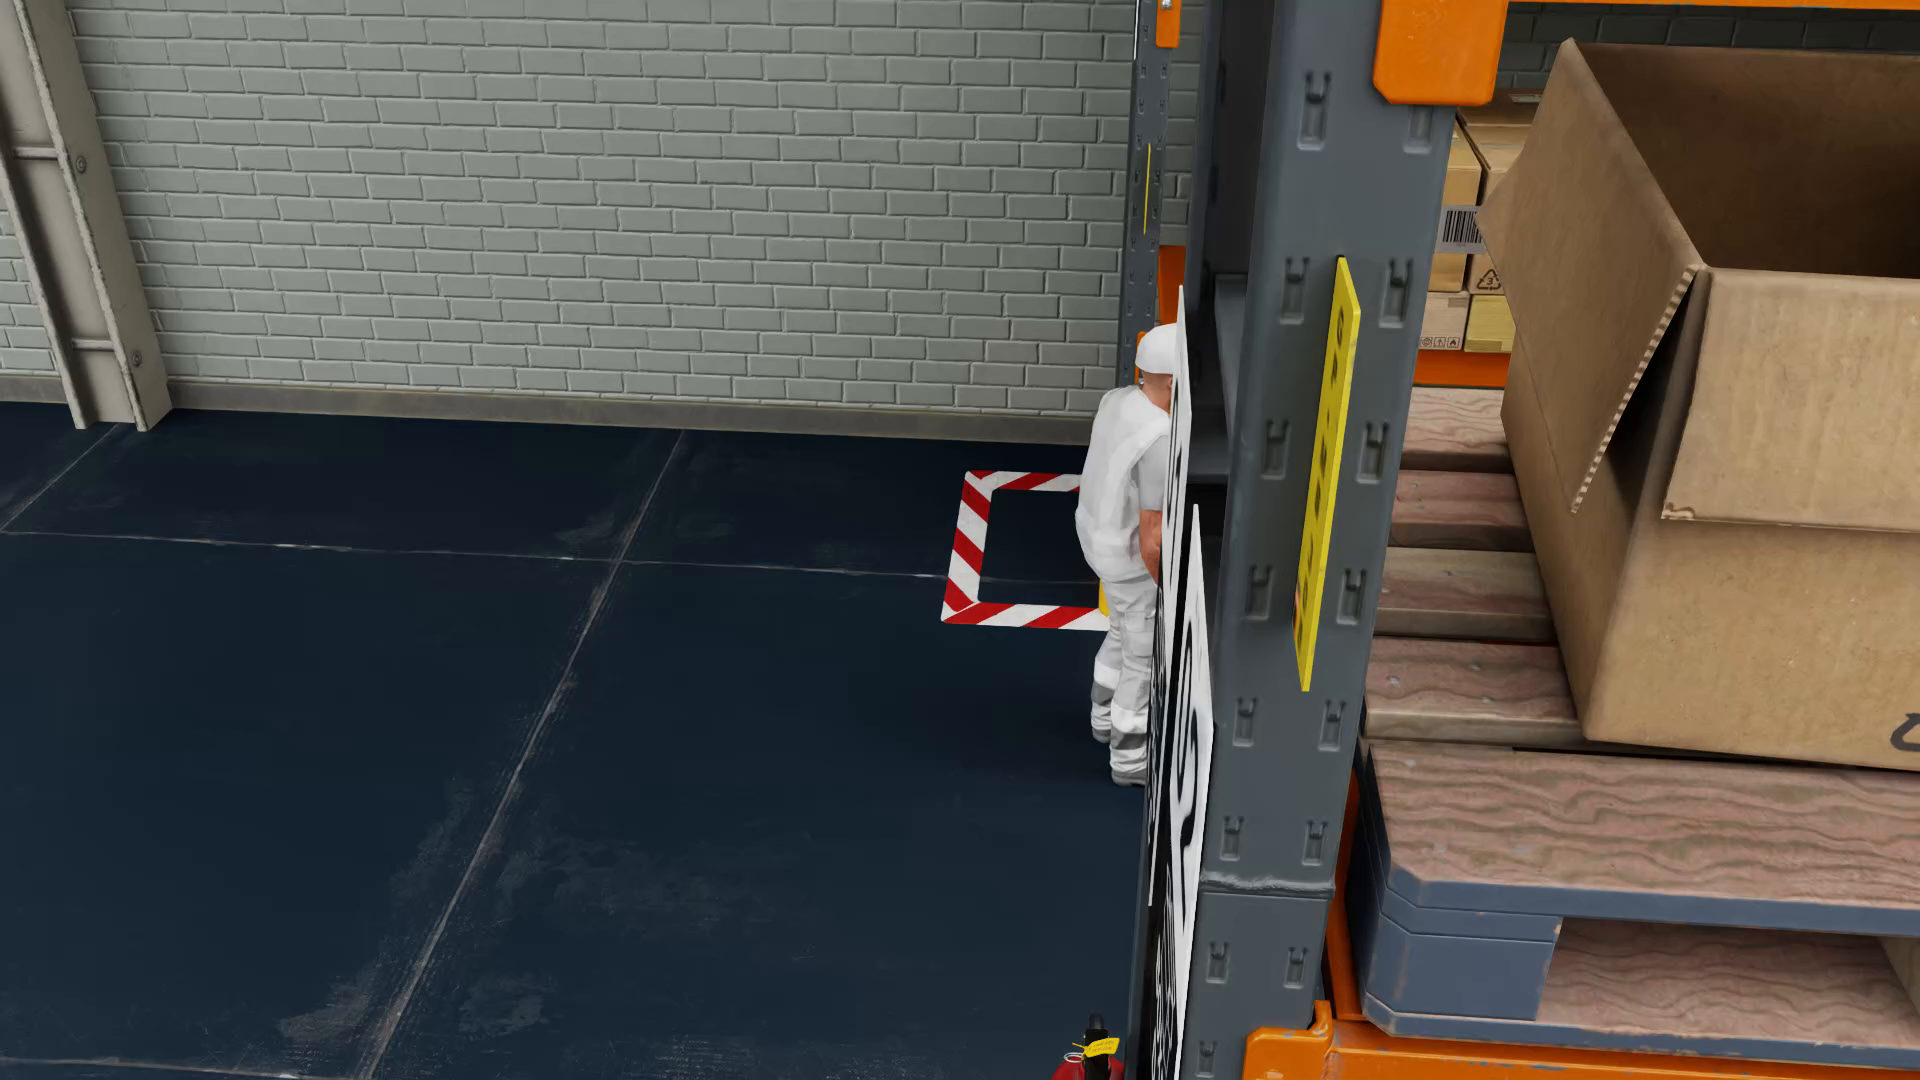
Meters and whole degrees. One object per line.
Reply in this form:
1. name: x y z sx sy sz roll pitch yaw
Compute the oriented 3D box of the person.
1. person: 0.658 0.055 6.032 0.453 1.778 0.616 -6 32 -10
